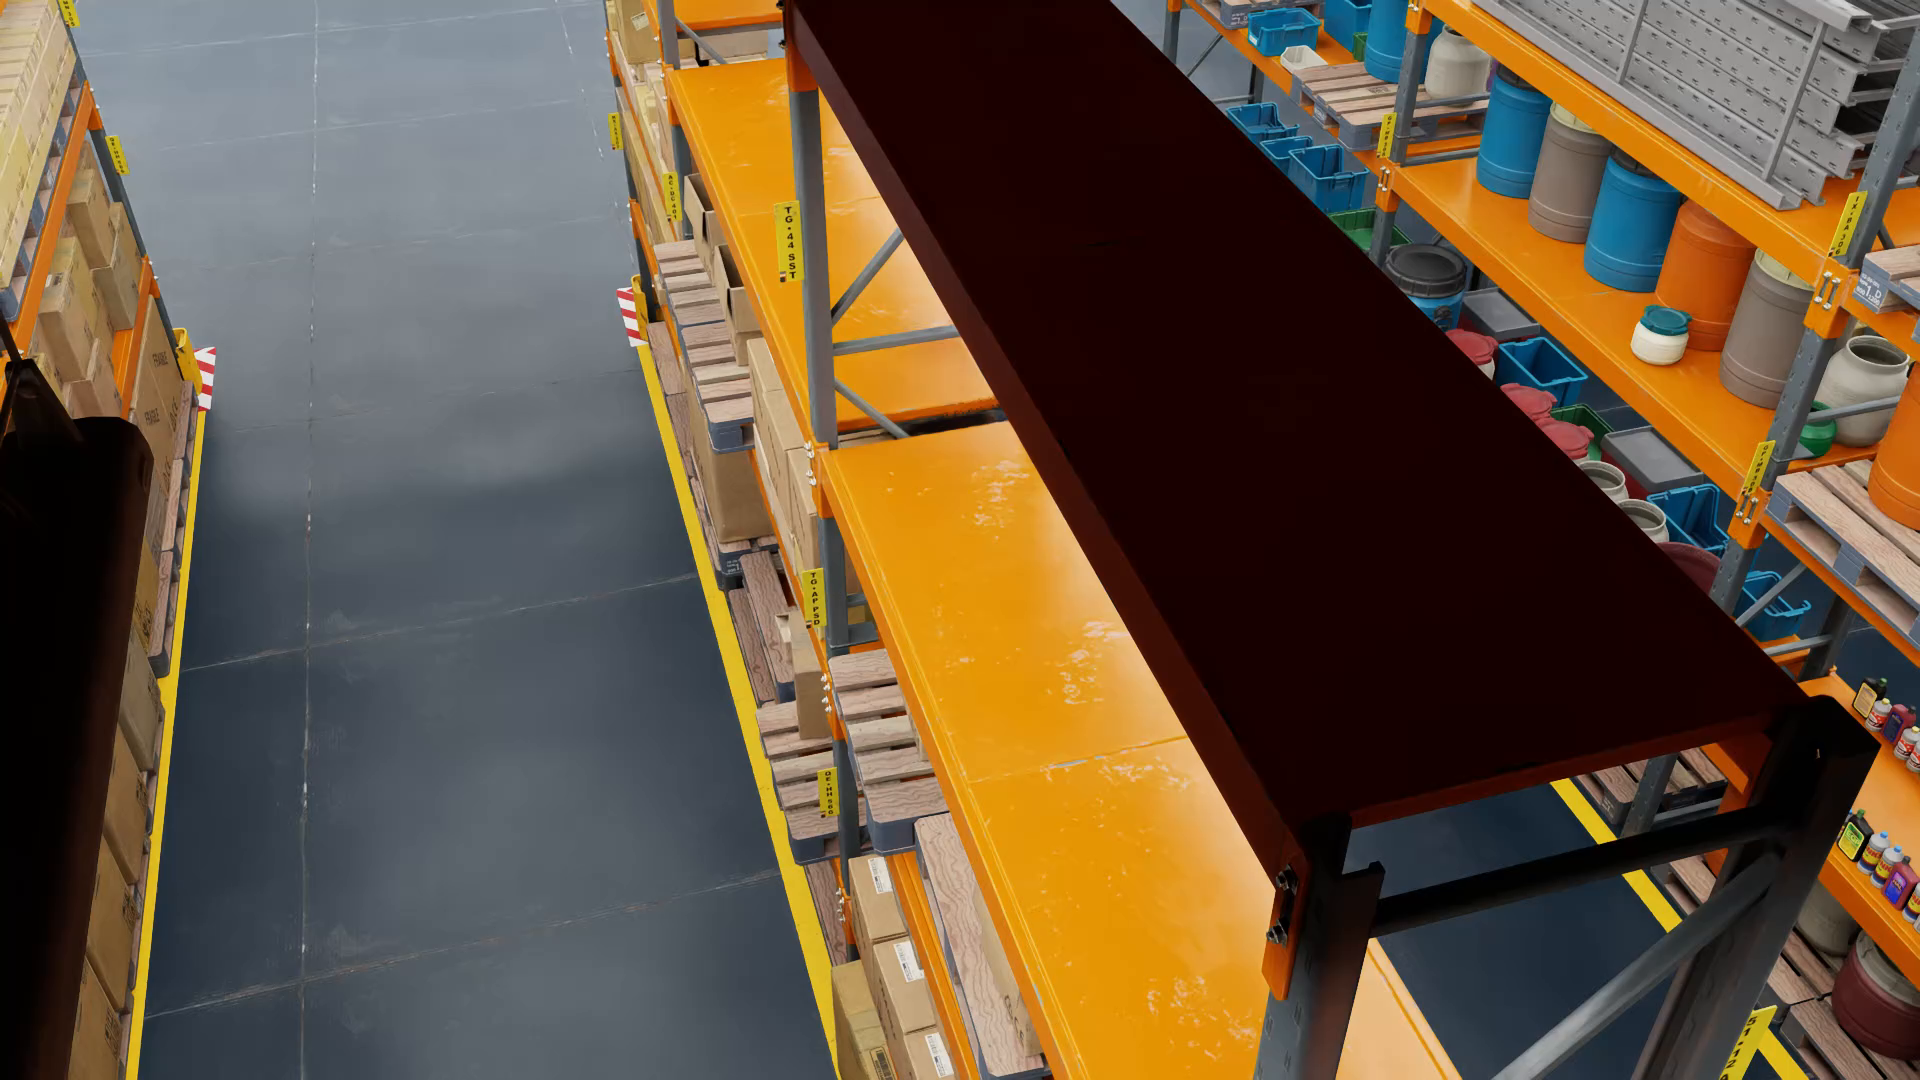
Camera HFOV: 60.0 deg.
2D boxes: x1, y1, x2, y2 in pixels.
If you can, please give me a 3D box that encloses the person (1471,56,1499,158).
[{"bbox_3d":[5.697,-4.774,17.571,0.978,1.534,0.386,-28,46,-31],"label":"person"}]
